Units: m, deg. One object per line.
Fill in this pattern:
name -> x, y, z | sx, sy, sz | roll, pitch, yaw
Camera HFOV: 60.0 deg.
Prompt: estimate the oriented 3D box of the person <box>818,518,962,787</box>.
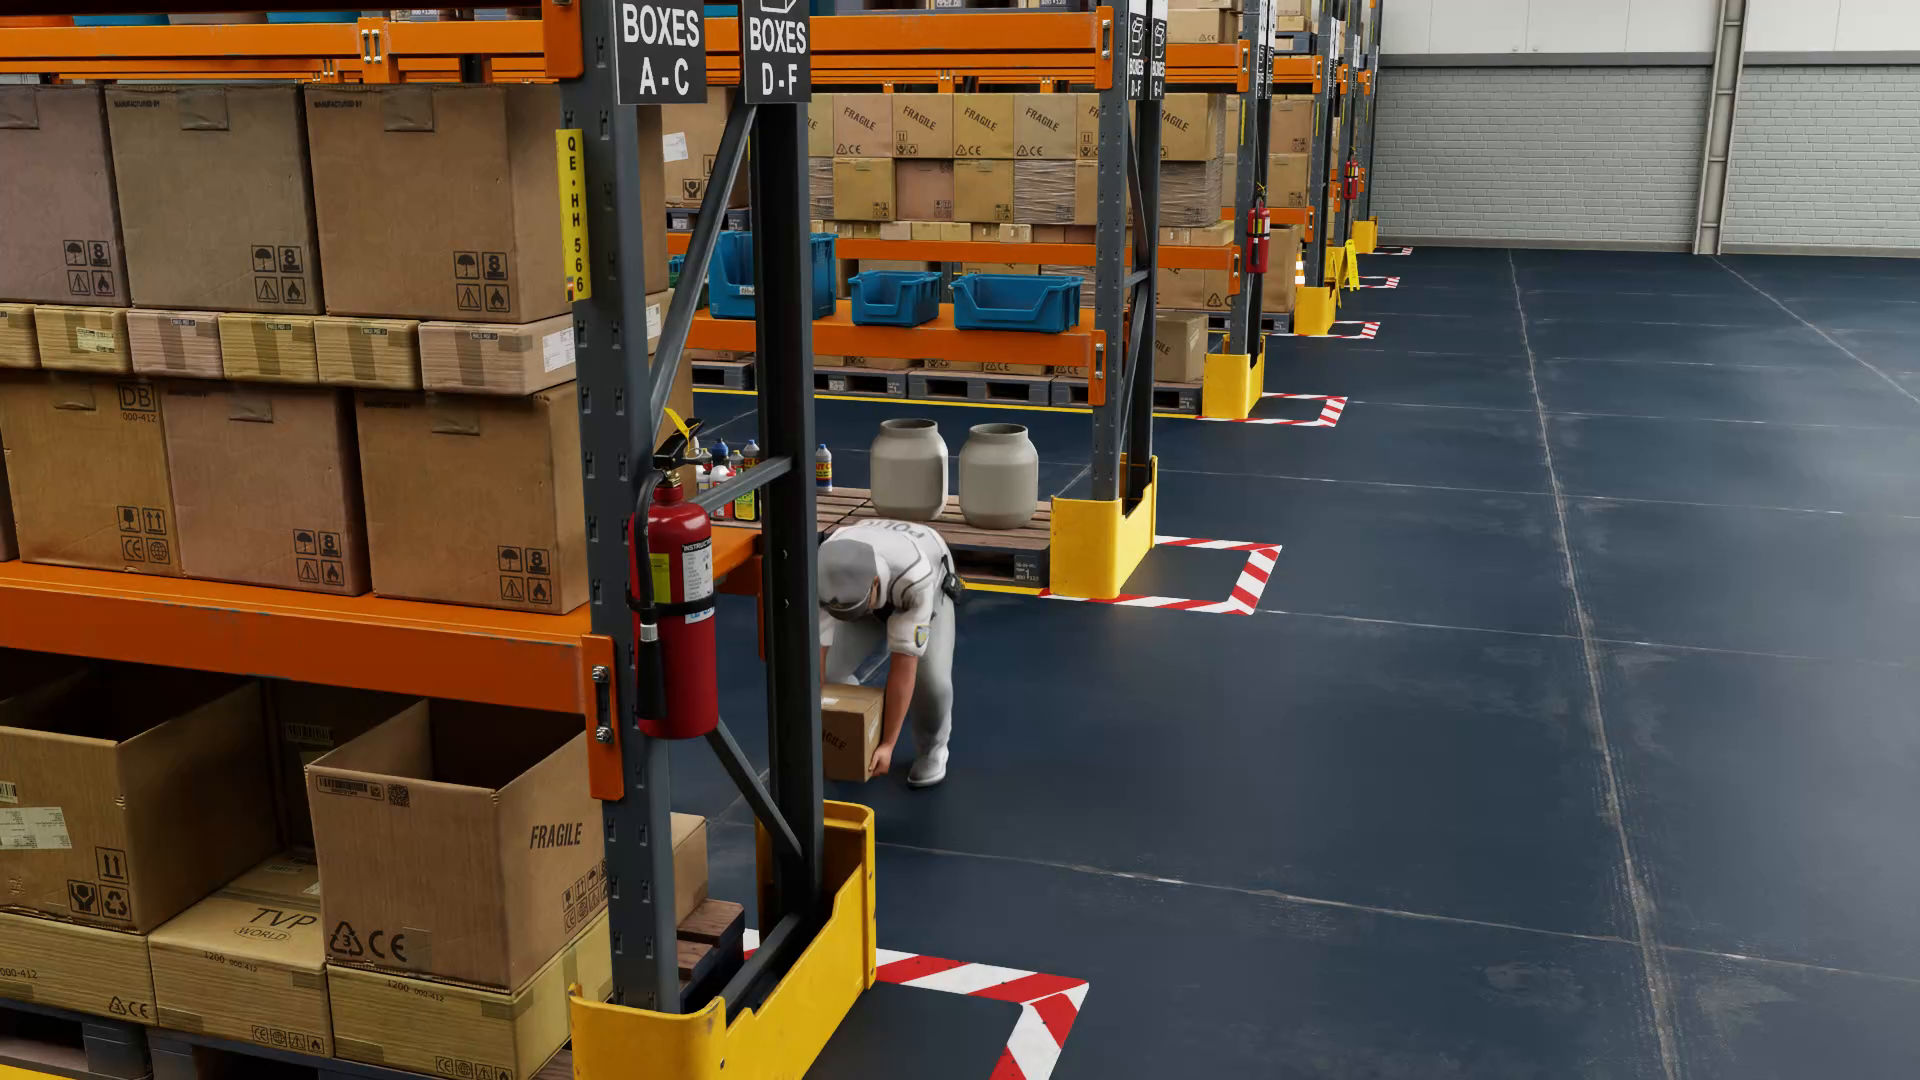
person -> -0.298, 0.404, 5.898 | 0.543, 1.028, 1.024 | 4, 15, 14
